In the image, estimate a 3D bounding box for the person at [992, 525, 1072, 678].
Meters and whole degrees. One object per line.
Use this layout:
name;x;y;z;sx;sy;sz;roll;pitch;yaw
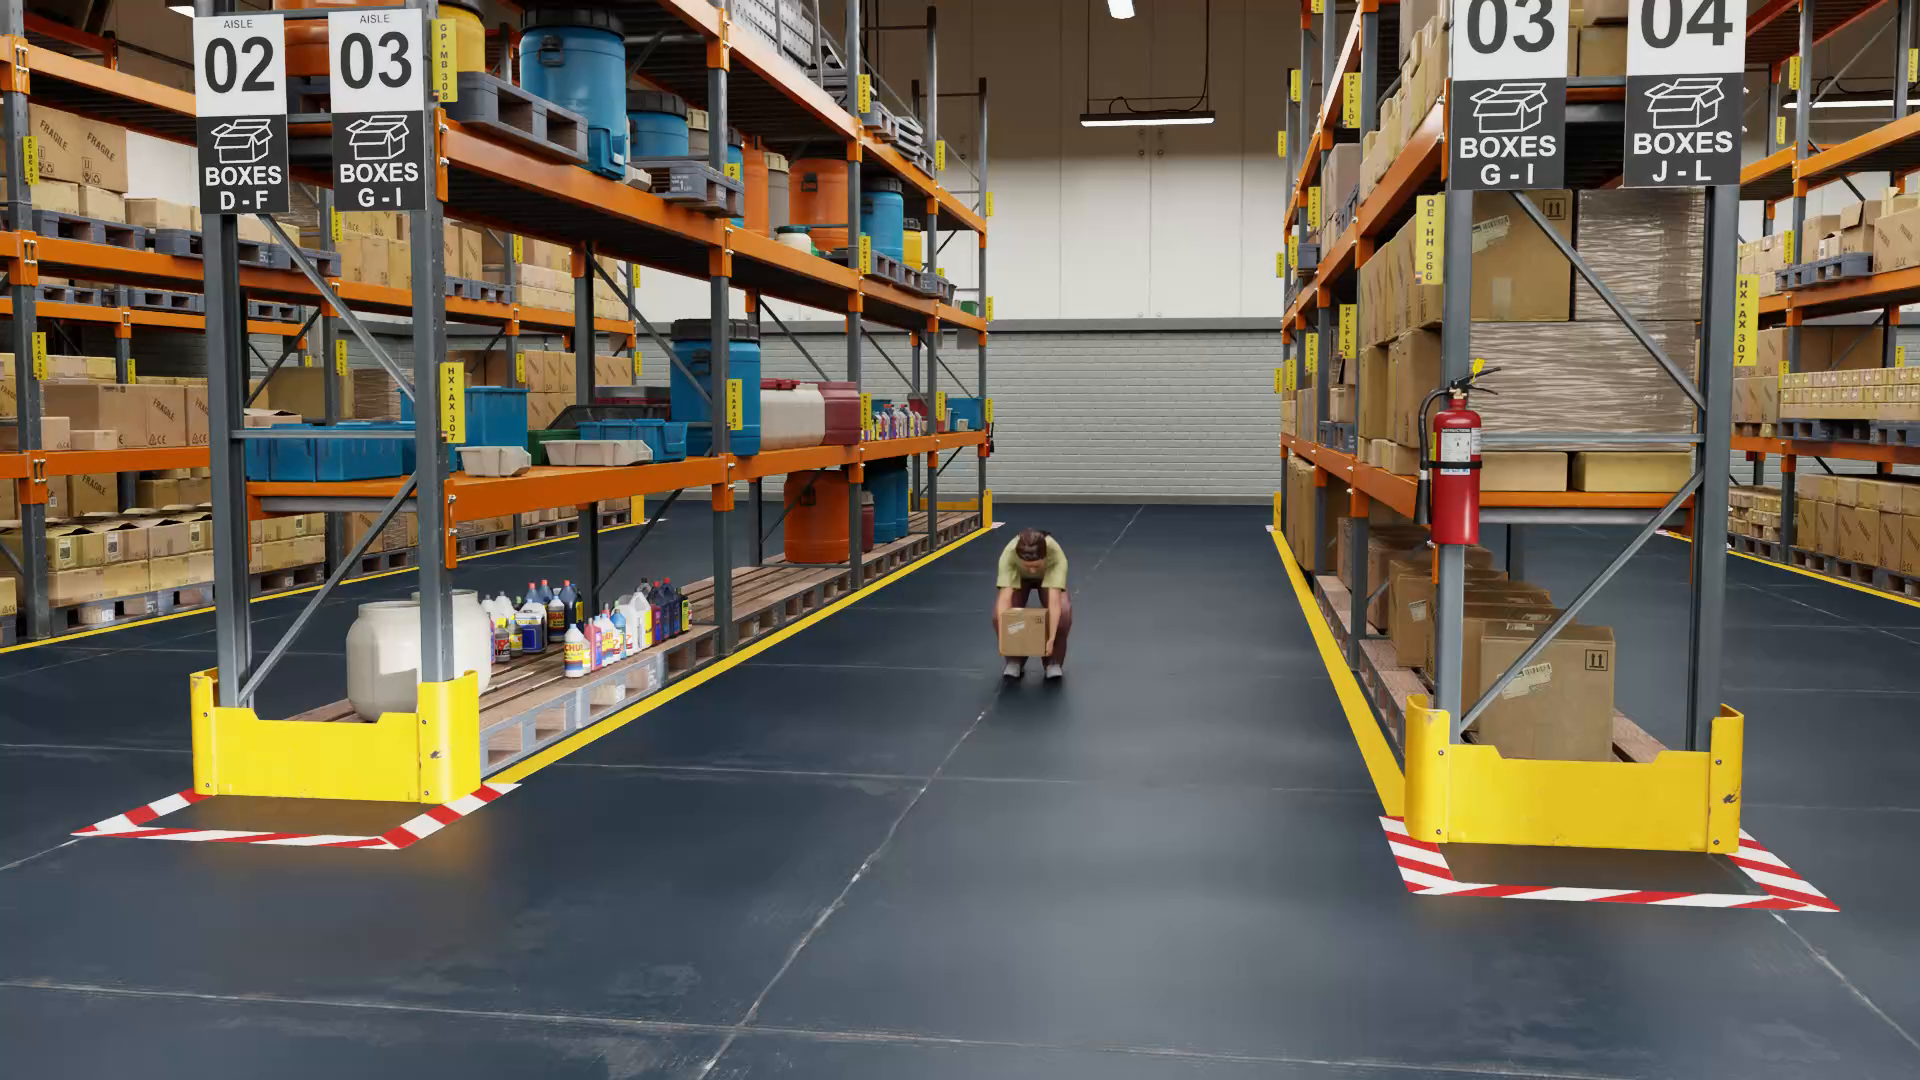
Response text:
person;0.433;0.367;9.919;0.472;0.937;0.852;1;5;7
